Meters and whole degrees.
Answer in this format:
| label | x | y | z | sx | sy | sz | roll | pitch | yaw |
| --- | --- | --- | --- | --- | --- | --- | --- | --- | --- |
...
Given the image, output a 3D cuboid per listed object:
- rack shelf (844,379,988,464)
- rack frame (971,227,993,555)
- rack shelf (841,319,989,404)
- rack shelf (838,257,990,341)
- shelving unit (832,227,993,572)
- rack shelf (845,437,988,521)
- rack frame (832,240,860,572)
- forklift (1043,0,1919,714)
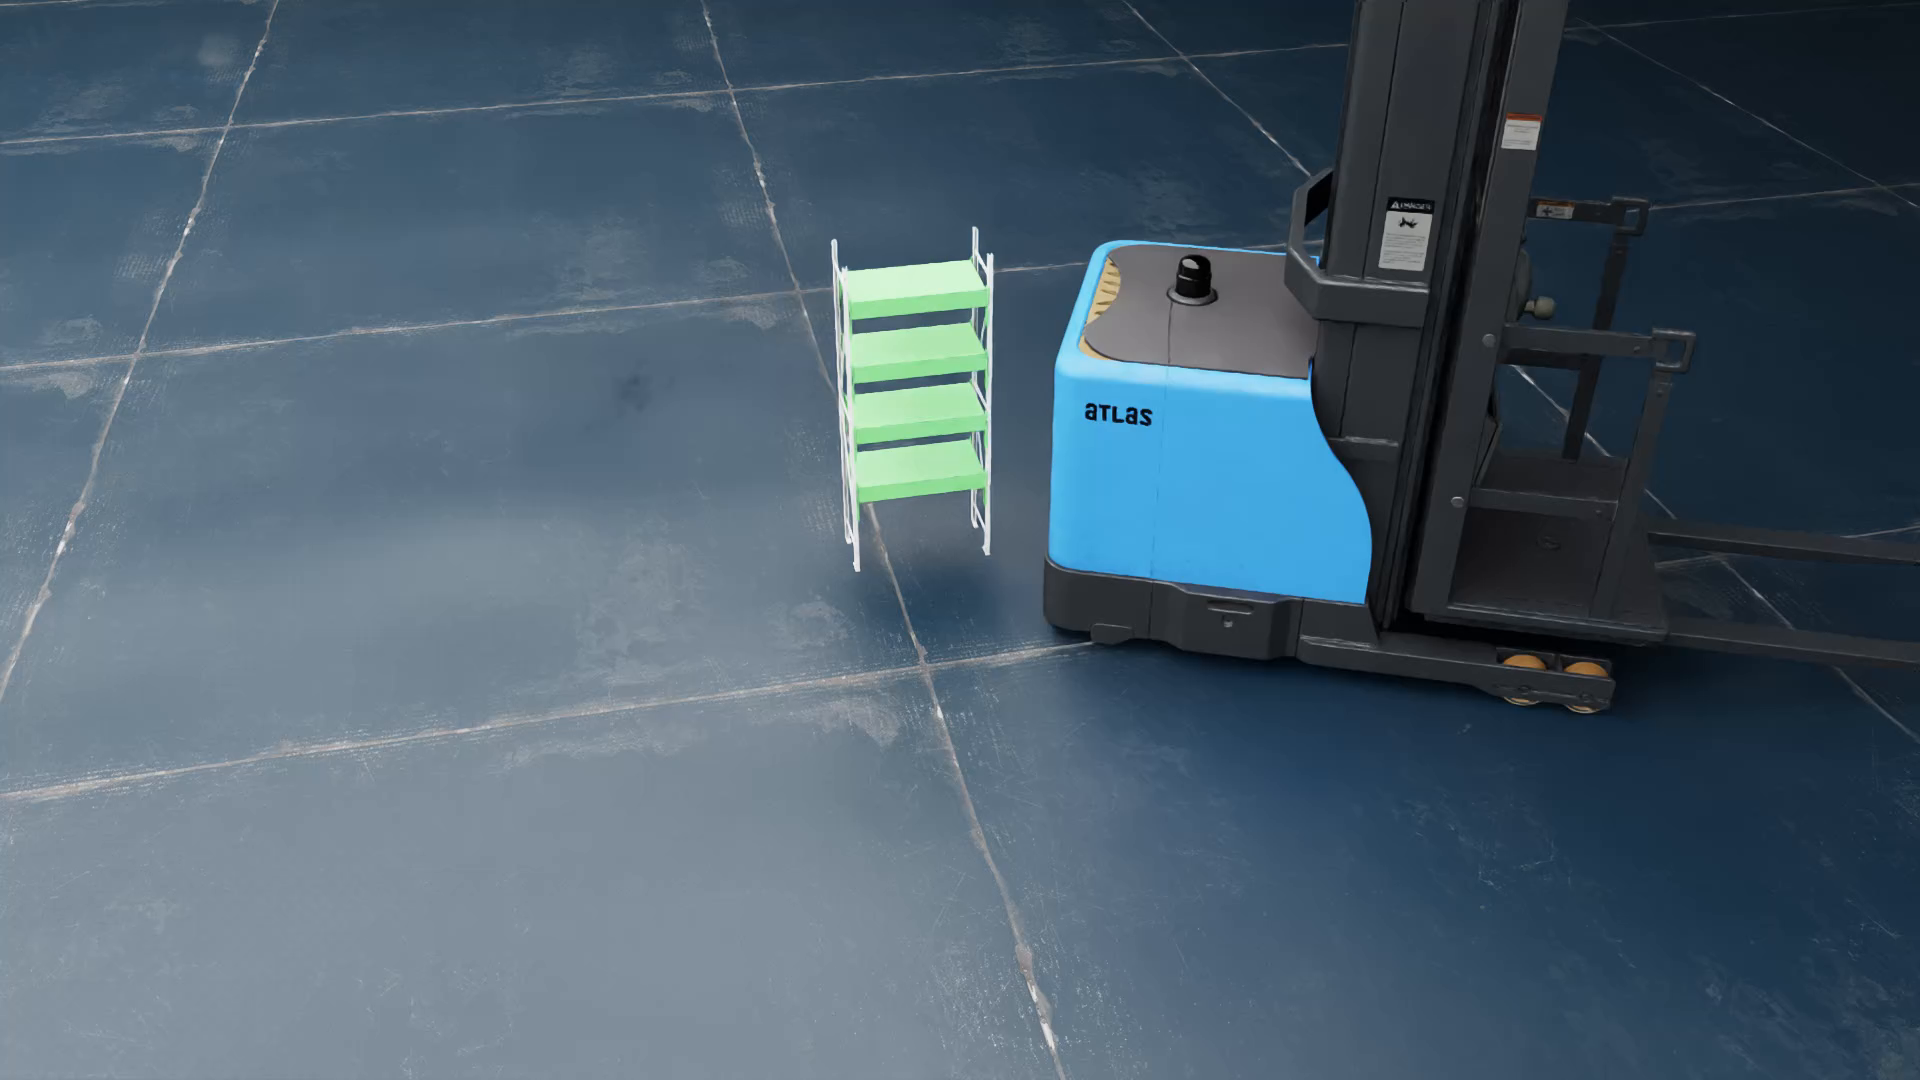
| label | x | y | z | sx | sy | sz | roll | pitch | yaw |
| --- | --- | --- | --- | --- | --- | --- | --- | --- | --- |
| rack shelf | -0.161 | -0.425 | 5.921 | 0.480 | 0.148 | 0.258 | -7 | 35 | -11 |
| rack frame | 0.077 | -0.508 | 5.930 | 0.015 | 1.200 | 0.240 | -7 | 35 | -11 |
| rack shelf | -0.161 | -0.624 | 5.787 | 0.480 | 0.148 | 0.258 | -7 | 35 | -11 |
| rack shelf | -0.161 | -0.823 | 5.653 | 0.480 | 0.148 | 0.258 | -7 | 35 | -11 |
| shelving unit | -0.161 | -0.478 | 5.885 | 0.503 | 1.200 | 0.258 | -7 | 35 | -11 |
| rack shelf | -0.161 | -0.226 | 6.055 | 0.480 | 0.148 | 0.258 | -7 | 35 | -11 |
| rack frame | -0.399 | -0.448 | 5.841 | 0.015 | 1.200 | 0.240 | -7 | 35 | -11 |
| forklift | 1.857 | -0.978 | 5.076 | 3.031 | 2.935 | 1.130 | 7 | 34 | 10 |
